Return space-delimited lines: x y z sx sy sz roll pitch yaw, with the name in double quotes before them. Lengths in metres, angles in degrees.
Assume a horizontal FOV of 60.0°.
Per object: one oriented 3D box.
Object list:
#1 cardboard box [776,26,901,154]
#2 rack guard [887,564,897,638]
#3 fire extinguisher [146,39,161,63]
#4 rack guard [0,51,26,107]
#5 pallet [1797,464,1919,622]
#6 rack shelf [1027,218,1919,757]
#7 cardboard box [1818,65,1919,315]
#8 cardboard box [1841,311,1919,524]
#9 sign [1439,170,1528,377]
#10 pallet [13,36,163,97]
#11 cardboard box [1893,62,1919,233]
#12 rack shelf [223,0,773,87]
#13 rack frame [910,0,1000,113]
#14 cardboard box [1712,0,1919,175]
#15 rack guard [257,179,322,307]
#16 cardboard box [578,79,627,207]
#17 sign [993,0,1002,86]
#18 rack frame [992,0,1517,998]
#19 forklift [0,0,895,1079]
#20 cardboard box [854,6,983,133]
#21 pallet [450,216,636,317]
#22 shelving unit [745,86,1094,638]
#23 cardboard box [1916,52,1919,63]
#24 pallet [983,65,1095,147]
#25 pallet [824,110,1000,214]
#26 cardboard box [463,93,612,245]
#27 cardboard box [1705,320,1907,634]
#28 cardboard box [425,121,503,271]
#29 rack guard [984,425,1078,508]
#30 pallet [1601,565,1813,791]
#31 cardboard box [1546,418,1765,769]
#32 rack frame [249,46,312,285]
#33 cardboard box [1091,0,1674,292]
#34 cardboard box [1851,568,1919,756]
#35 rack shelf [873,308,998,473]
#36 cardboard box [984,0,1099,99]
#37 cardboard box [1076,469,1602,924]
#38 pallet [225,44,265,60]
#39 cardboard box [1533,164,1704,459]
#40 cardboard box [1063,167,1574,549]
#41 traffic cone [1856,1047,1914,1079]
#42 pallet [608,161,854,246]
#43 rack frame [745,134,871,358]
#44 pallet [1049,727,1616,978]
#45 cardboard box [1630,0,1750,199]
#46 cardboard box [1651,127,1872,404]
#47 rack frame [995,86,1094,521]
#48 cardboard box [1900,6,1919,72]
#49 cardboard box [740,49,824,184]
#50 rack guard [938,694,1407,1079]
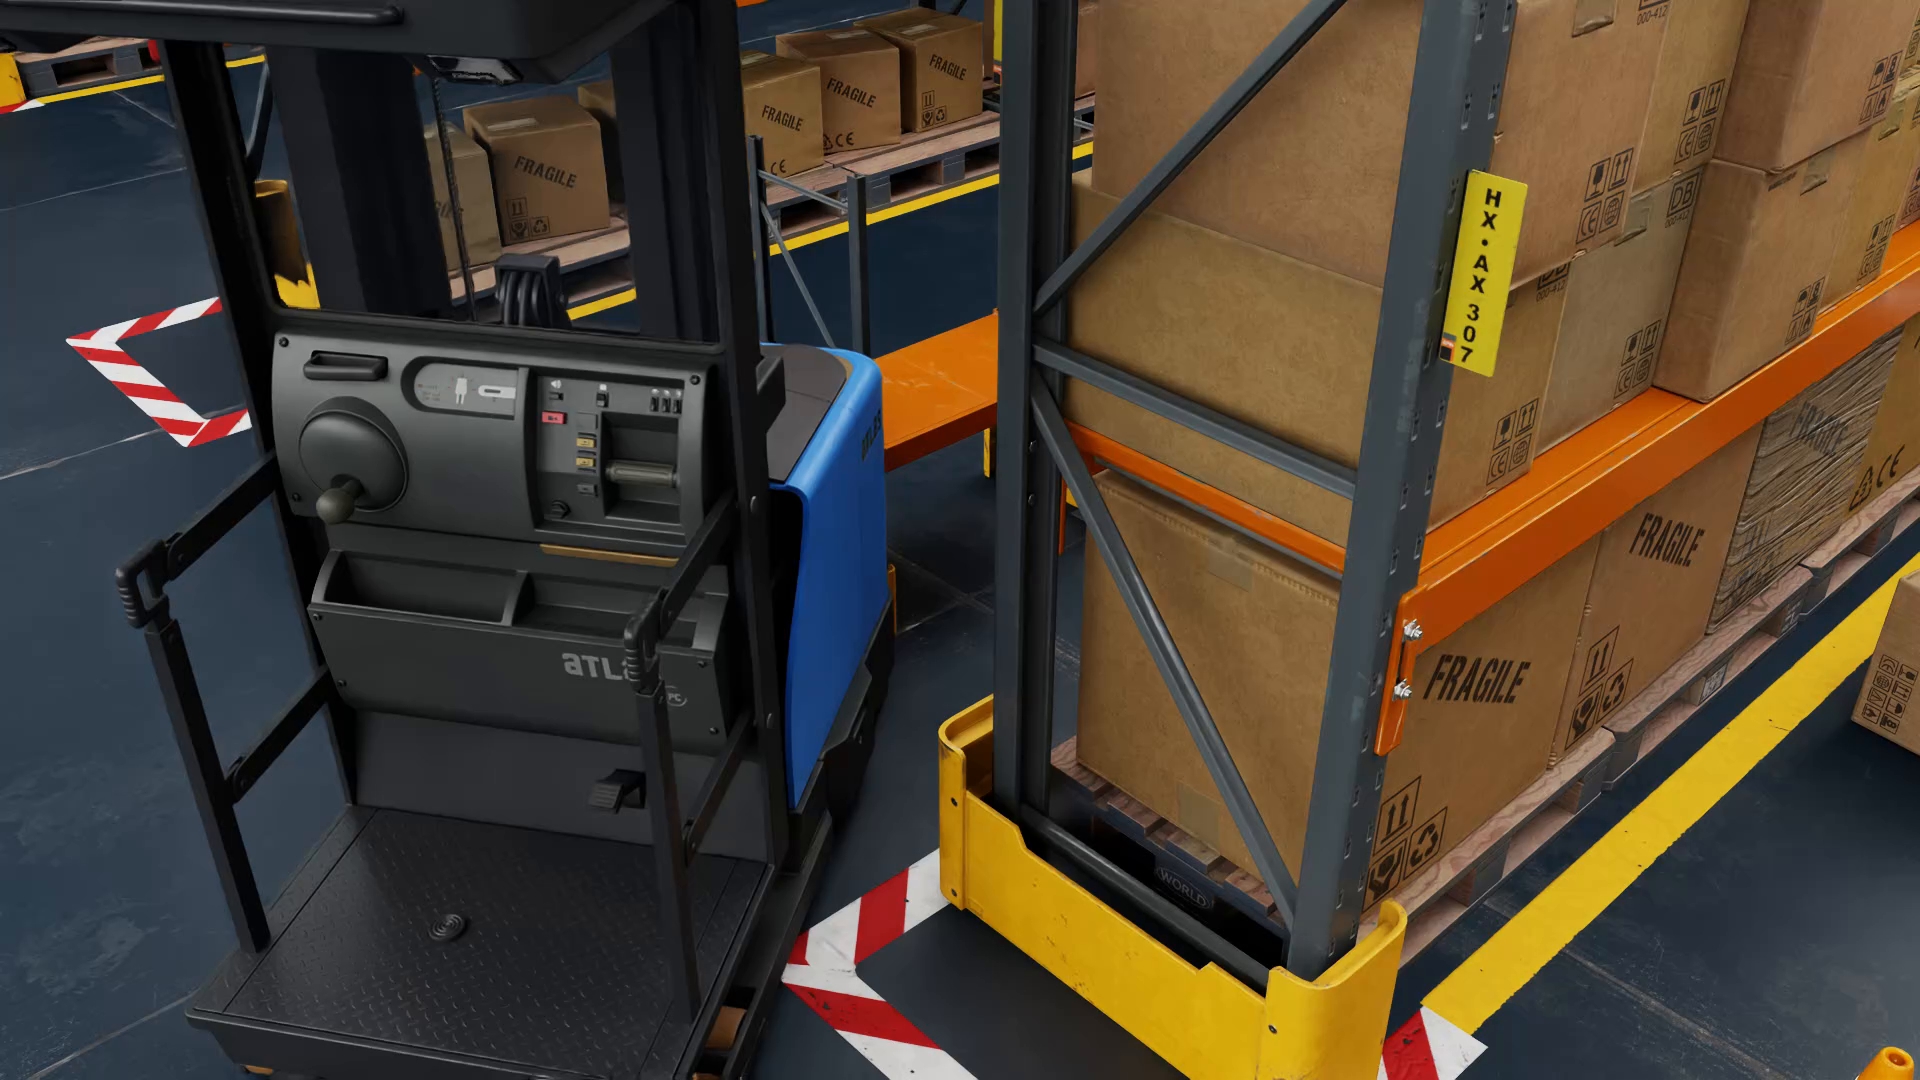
"cardboard box" -0.639 -2.367 8.739 0.500 0.500 0.500 -13 34 -21
"rack guard" -0.421 0.097 5.352 0.087 0.250 0.587 -26 40 -35
"fire extinguisher" -3.234 -2.271 6.662 0.183 0.674 0.296 -26 40 -35
"rack guard" -6.180 -3.041 10.244 0.348 0.500 1.175 -26 40 -35
"pallet" 2.784 -0.224 5.914 1.213 0.211 1.003 -26 40 -35
"rack shelf" 1.929 -0.637 4.606 4.000 0.370 1.077 -26 40 -35
"cardboard box" 1.948 -1.006 4.375 0.500 0.550 0.875 -26 40 -35
"cardboard box" 2.886 -0.730 5.703 0.875 0.875 0.875 -25 39 -35
"sign" 0.835 -0.423 2.661 0.005 0.325 0.100 -26 40 -35
"pallet" -5.581 -3.204 10.788 1.213 0.211 1.003 -26 40 -35
"cardboard box" 2.269 -1.232 4.746 0.550 0.550 0.875 -26 40 -35
"rack shelf" -1.370 -2.571 7.768 4.000 0.370 1.077 -26 40 -35
"rack frame" 0.097 -3.587 8.740 0.127 3.000 1.000 -26 40 -35
"cardboard box" 1.604 -1.253 3.745 0.550 0.550 0.875 -26 40 -35
"rack guard" -2.781 -1.129 7.116 0.348 0.500 1.175 -26 40 -35
"cardboard box" -1.480 -1.936 8.034 0.500 0.500 0.500 -22 38 -31
"sign" 0.103 -1.042 3.242 0.005 0.325 0.100 -26 40 -35
"rack frame" 0.462 -0.235 3.259 0.127 3.000 1.000 -26 40 -35
"forklift" -0.995 -0.147 3.181 1.130 2.935 3.031 6 32 10
"cardboard box" -0.224 -2.573 9.076 0.500 0.500 0.500 -27 41 -37
"pallet" -2.161 -1.280 7.641 1.213 0.211 1.003 -26 40 -35
"shelving unit" -0.056 -0.613 5.315 1.083 1.500 0.587 -26 40 -35
"cardboard box" 2.287 -1.682 4.447 0.550 0.550 0.875 -26 40 -35
"pallet" 0.667 -2.674 9.920 1.213 0.211 1.003 -26 40 -35
"pallet" -0.372 -2.145 9.056 1.213 0.211 1.003 -26 40 -35
"cardboard box" -1.952 -1.721 7.683 0.500 0.500 0.500 -15 35 -23
"cardboard box" 2.228 -0.409 5.177 0.875 0.875 0.875 -25 40 -35
"cardboard box" -2.367 -1.496 7.315 0.500 0.500 0.500 -18 36 -27
"rack guard" 0.309 -0.256 5.929 0.087 0.250 0.587 -26 40 -35
"pallet" 1.889 0.211 5.203 1.213 0.211 1.003 -26 40 -35
"cardboard box" 1.558 -0.086 4.650 0.875 0.875 0.875 -27 40 -36
"rack frame" -2.836 -2.168 6.420 0.127 3.000 1.000 -26 40 -35
"cardboard box" 0.760 -0.876 3.129 0.550 0.550 0.875 -26 40 -35
"cardboard box" 2.955 0.355 4.688 0.500 0.500 0.500 -19 36 -28
"rack shelf" -0.063 -0.456 5.403 1.000 0.185 0.538 -26 40 -35
"cardboard box" 0.562 -2.918 9.621 0.700 0.500 0.500 26 40 35
"cardboard box" 0.914 0.227 4.138 0.875 0.875 0.875 -26 40 -35
"pallet" -4.687 -3.635 11.492 1.213 0.211 1.003 -26 40 -35
"cardboard box" 1.092 -0.651 3.796 0.550 0.550 0.875 -26 40 -35
"cardboard box" 0.703 -0.448 3.463 0.550 0.550 0.875 -26 40 -35
"traffic cone" 1.817 1.202 3.340 0.334 0.463 0.336 -26 40 -35
"pallet" -1.267 -1.711 8.345 1.213 0.211 1.003 -26 40 -35
"rack frame" -0.435 -0.429 5.014 0.032 1.500 0.500 -26 40 -35
"pallet" 0.995 0.641 4.499 1.213 0.211 1.003 -26 40 -35
"cardboard box" 1.101 -1.107 3.506 0.550 0.550 0.875 -26 40 -35
"cardboard box" 1.588 -0.802 4.042 0.550 0.550 0.875 -26 40 -35
"rack frame" 0.310 -0.790 5.604 0.032 1.500 0.500 -26 40 -35
"cardboard box" 1.904 -1.491 4.134 0.500 0.550 0.875 -26 40 -35
"cardboard box" -1.040 -2.117 8.330 0.500 0.500 0.500 25 39 35
"rack guard" 0.444 0.840 3.897 0.348 0.500 1.175 -26 40 -35
